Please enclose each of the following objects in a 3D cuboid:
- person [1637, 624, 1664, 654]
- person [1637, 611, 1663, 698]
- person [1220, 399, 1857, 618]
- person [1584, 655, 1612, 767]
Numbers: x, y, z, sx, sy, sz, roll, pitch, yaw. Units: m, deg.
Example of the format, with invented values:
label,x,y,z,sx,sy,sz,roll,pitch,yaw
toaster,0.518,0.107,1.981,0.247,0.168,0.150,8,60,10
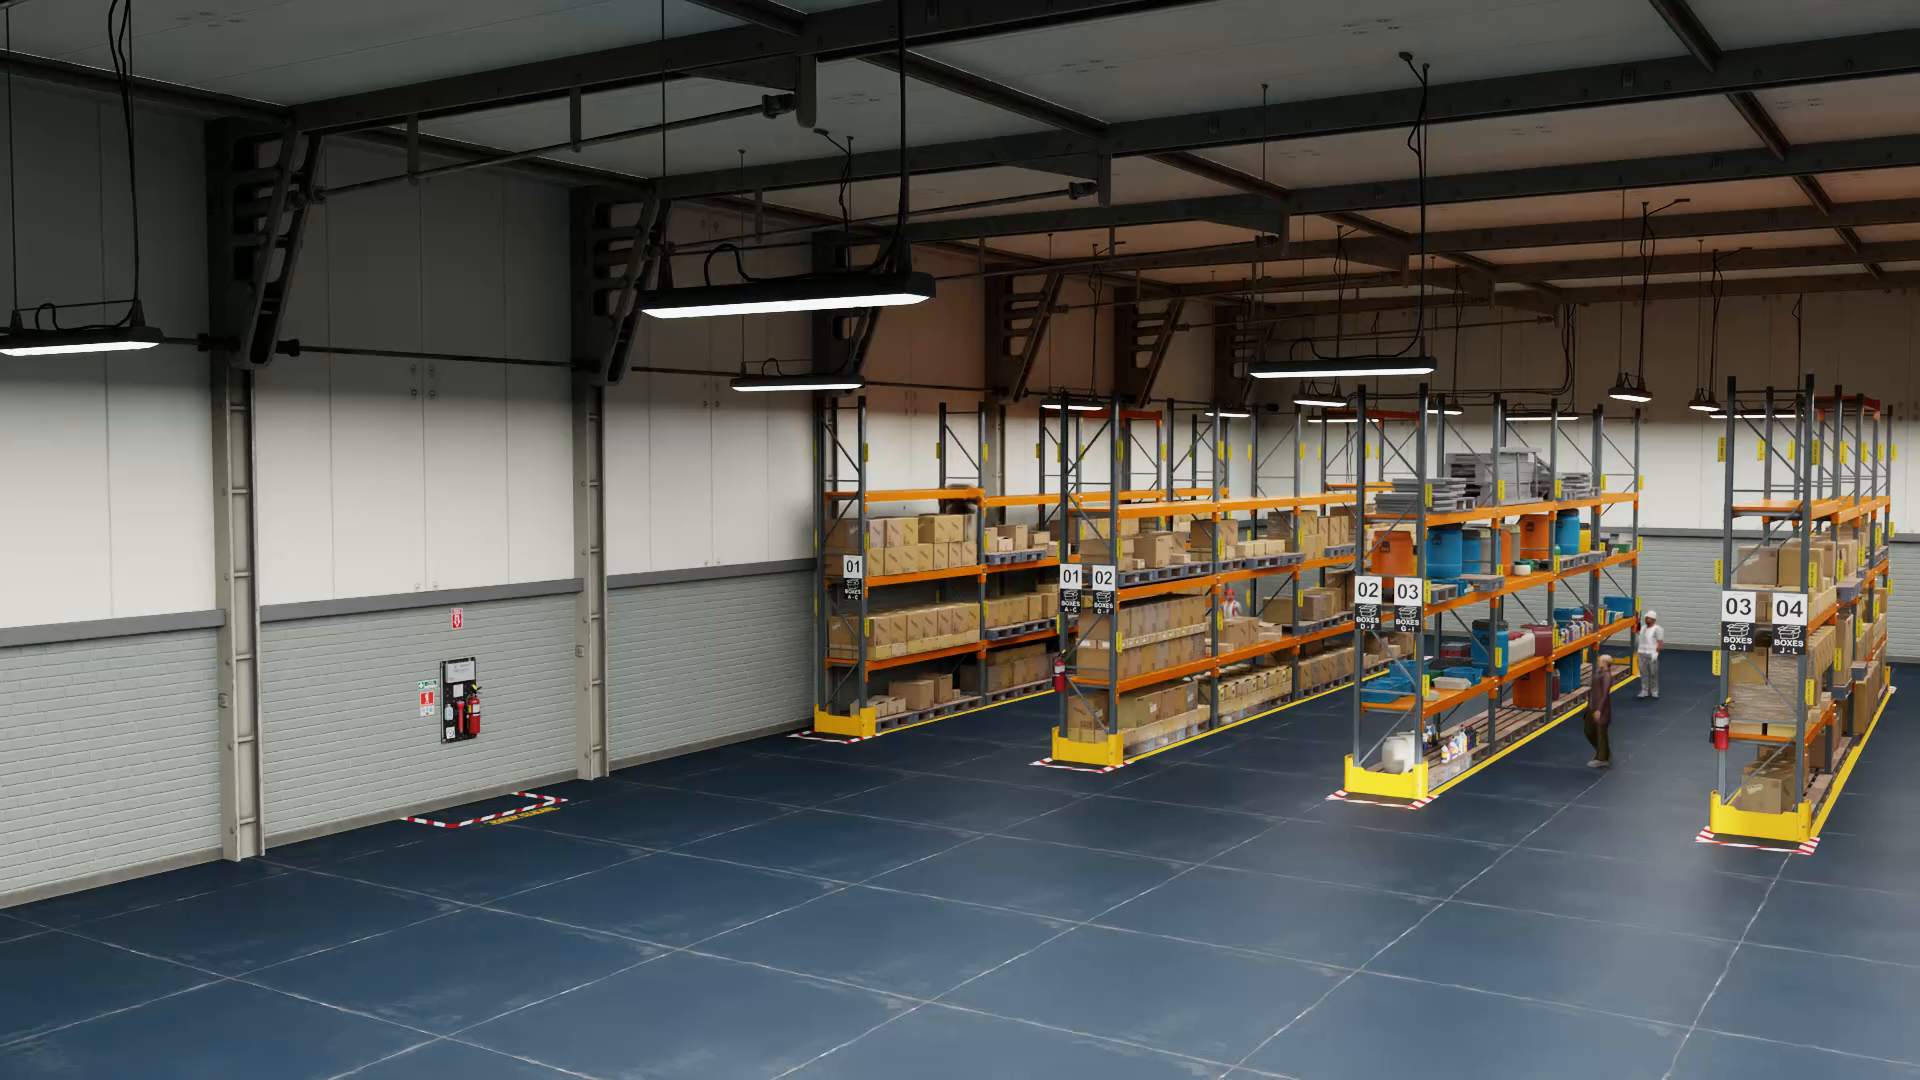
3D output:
label,x,y,z,sx,sy,sz,roll,pitch,yaw
person,15.913,2.860,24.504,1.885,1.680,19.874,0,3,-7
person,14.063,2.335,33.944,0.469,1.782,0.597,-3,4,-43
person,10.751,0.224,34.045,13.744,5.827,4.931,2,4,33
person,10.248,2.719,26.609,0.530,1.785,0.577,0,3,-8
